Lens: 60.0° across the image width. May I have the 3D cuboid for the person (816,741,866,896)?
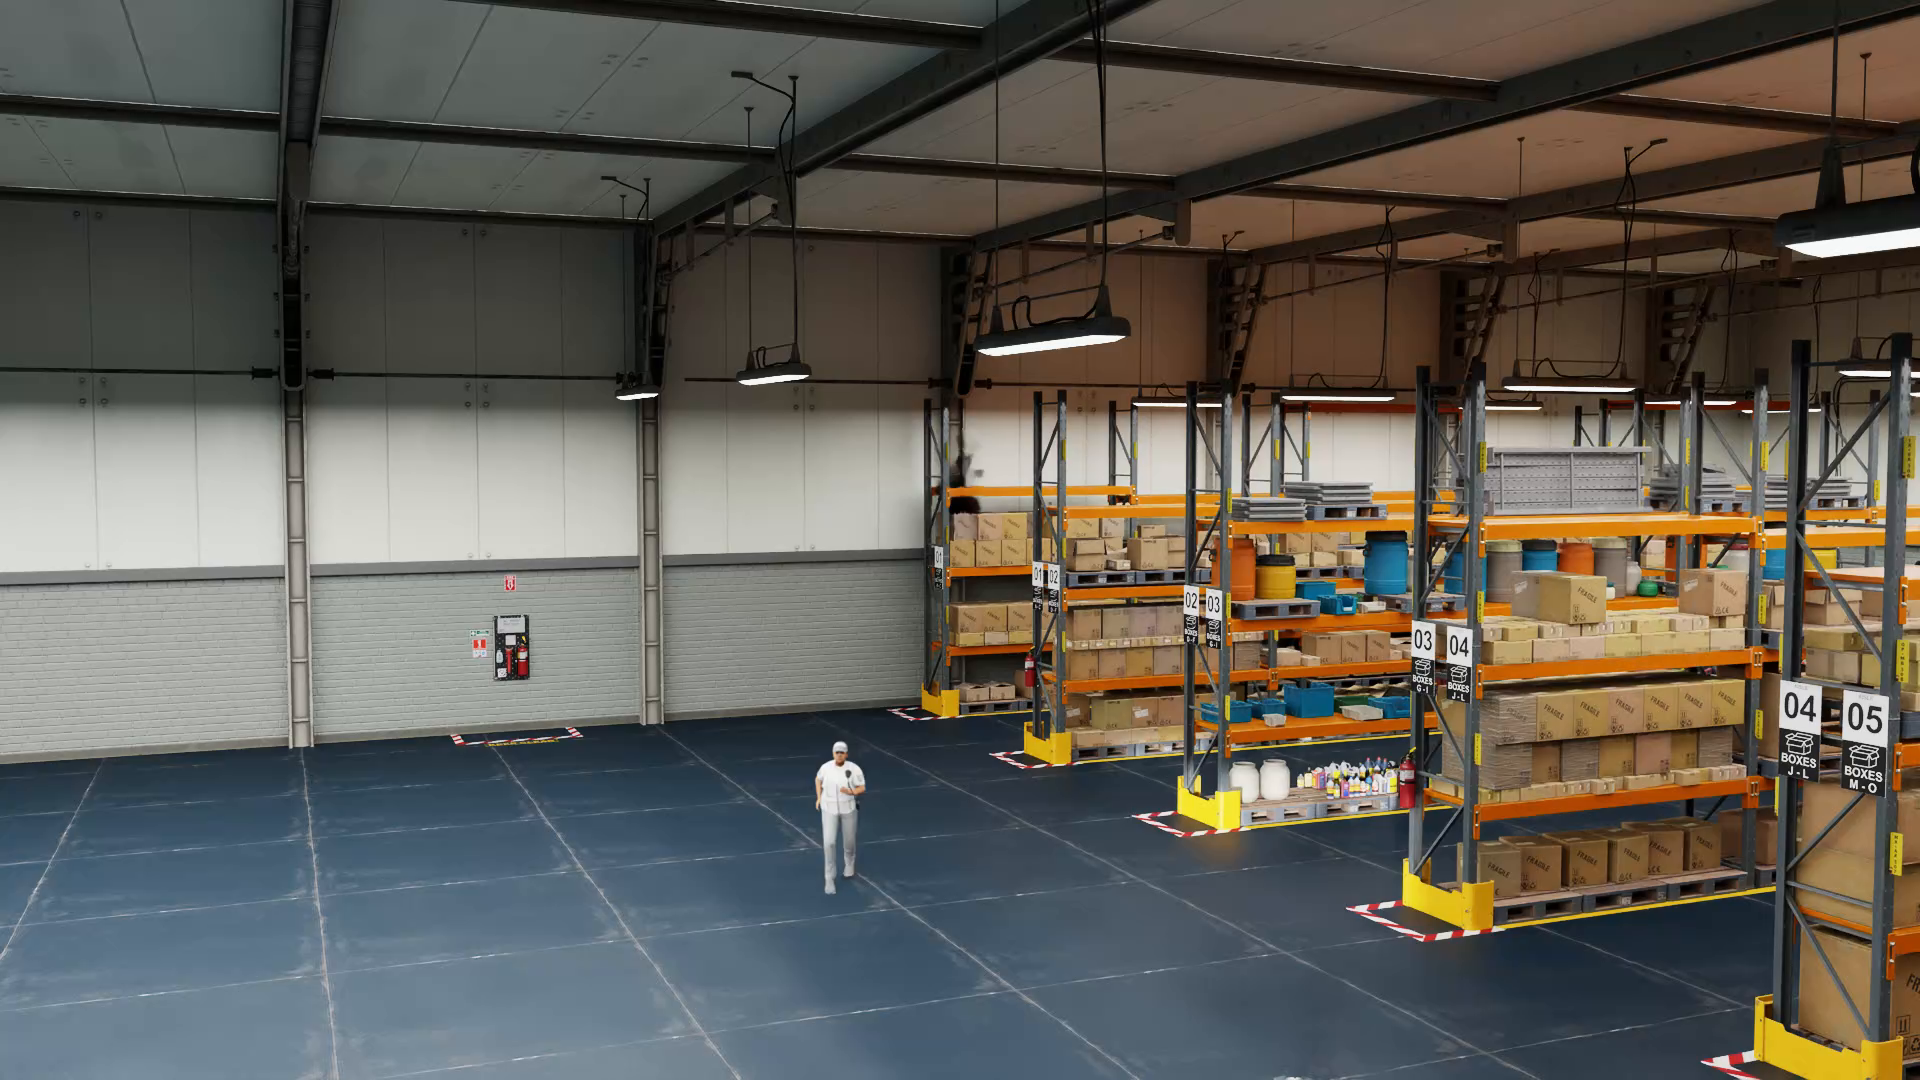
[{"bbox_3d":[-1.393,3.181,19.341,0.594,1.696,0.878,0,3,-1],"label":"person"}]
